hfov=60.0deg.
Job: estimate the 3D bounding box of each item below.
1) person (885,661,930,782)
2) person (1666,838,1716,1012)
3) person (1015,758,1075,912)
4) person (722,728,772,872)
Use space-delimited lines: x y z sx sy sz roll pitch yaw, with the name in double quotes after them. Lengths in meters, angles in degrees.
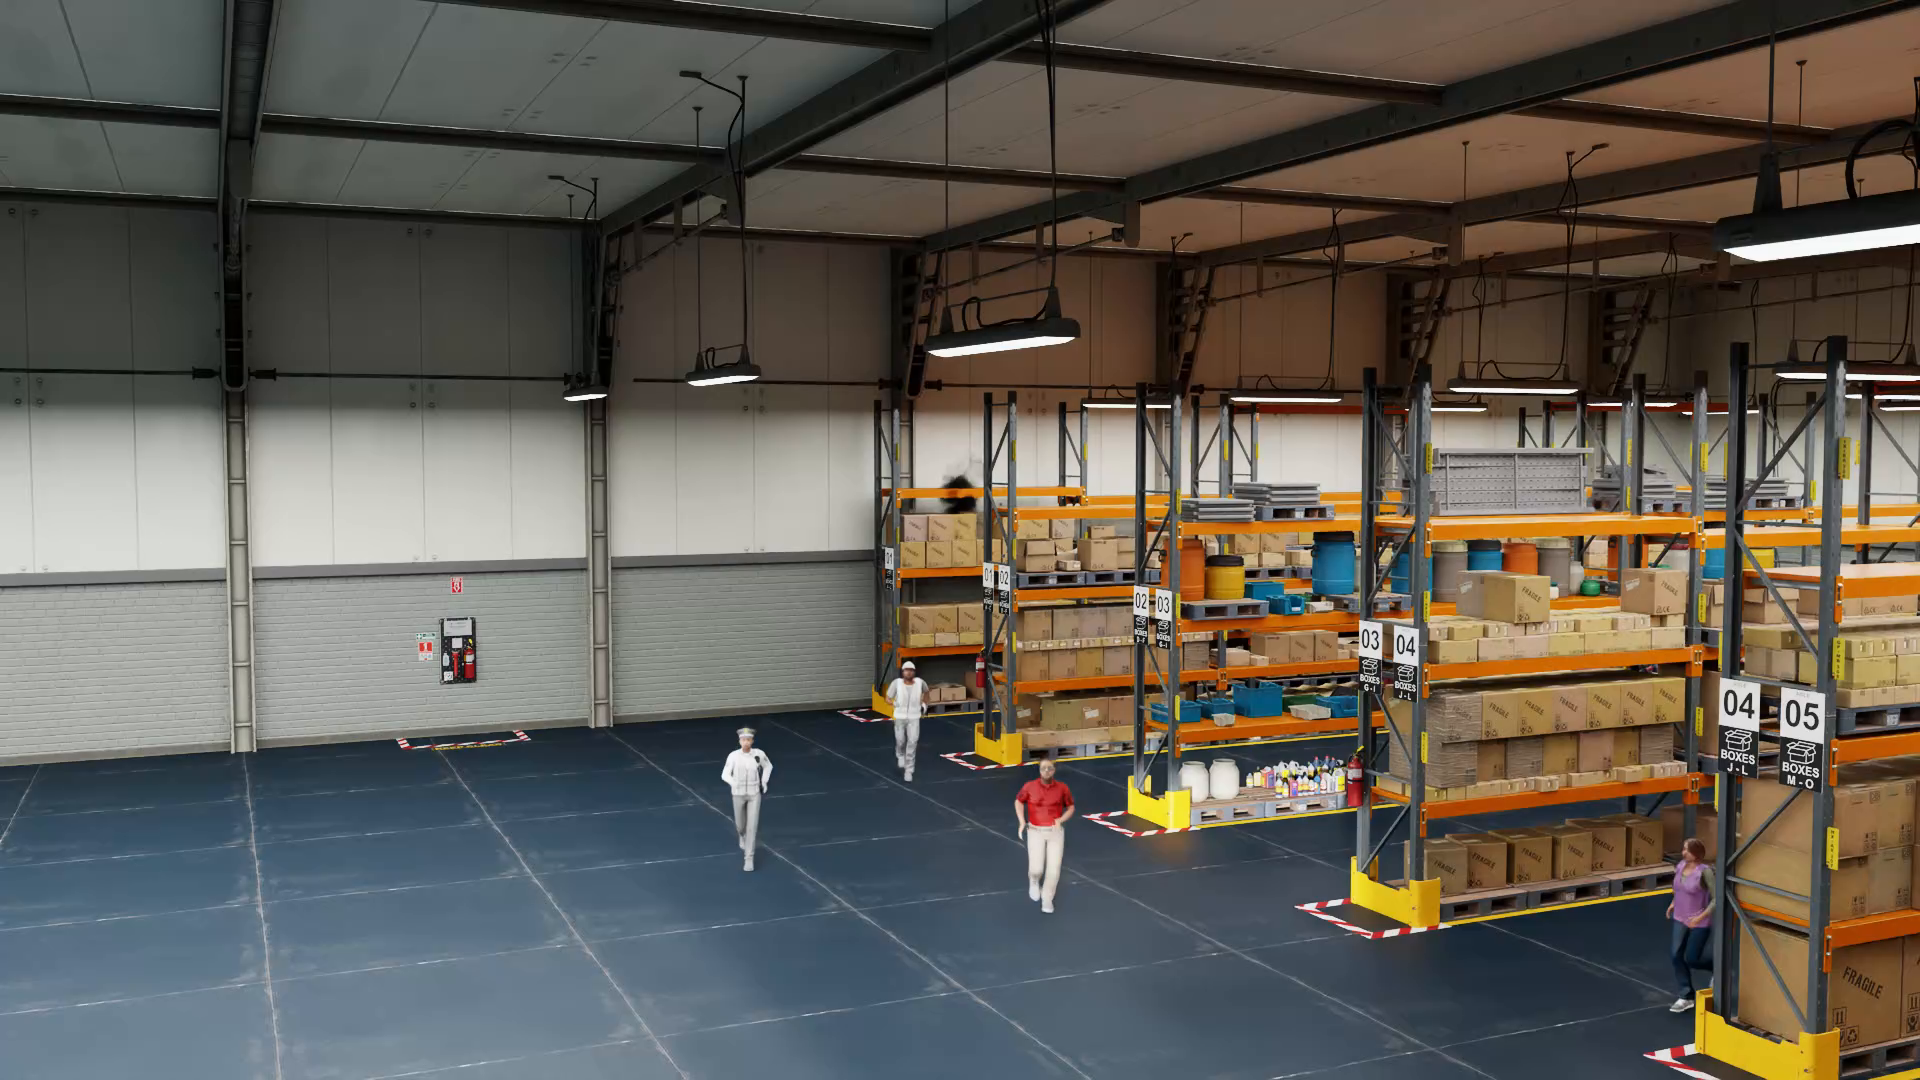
-0.808 2.770 25.722 0.689 1.799 0.974 0 3 -3 "person"
6.766 3.503 15.253 0.680 1.580 0.540 -2 4 -25 "person"
0.942 3.256 18.327 0.658 1.682 0.591 0 3 0 "person"
-2.603 3.124 20.365 0.616 1.682 0.881 0 3 -7 "person"
